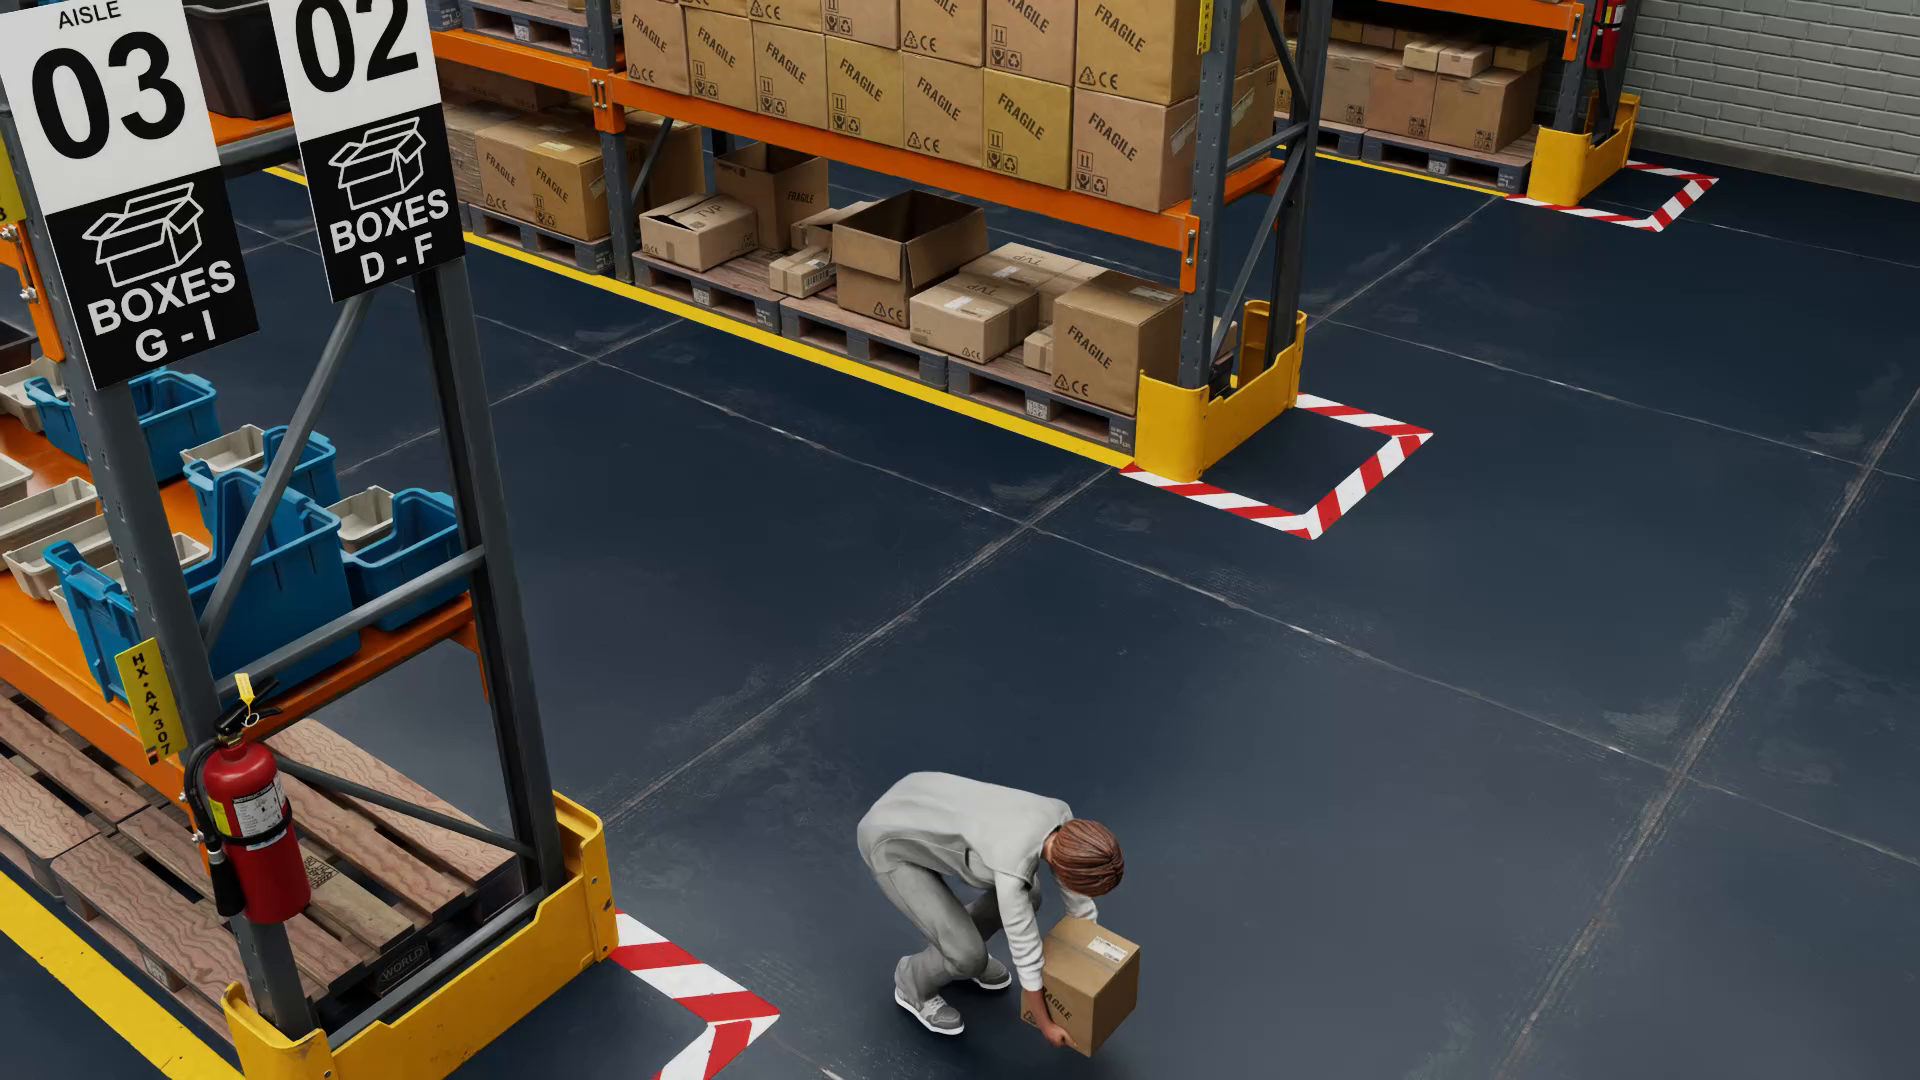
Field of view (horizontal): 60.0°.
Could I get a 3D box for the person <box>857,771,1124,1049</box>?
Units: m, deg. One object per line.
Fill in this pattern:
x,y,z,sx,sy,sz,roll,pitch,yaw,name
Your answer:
0.087,1.102,5.003,0.854,0.901,0.432,20,37,29,person
